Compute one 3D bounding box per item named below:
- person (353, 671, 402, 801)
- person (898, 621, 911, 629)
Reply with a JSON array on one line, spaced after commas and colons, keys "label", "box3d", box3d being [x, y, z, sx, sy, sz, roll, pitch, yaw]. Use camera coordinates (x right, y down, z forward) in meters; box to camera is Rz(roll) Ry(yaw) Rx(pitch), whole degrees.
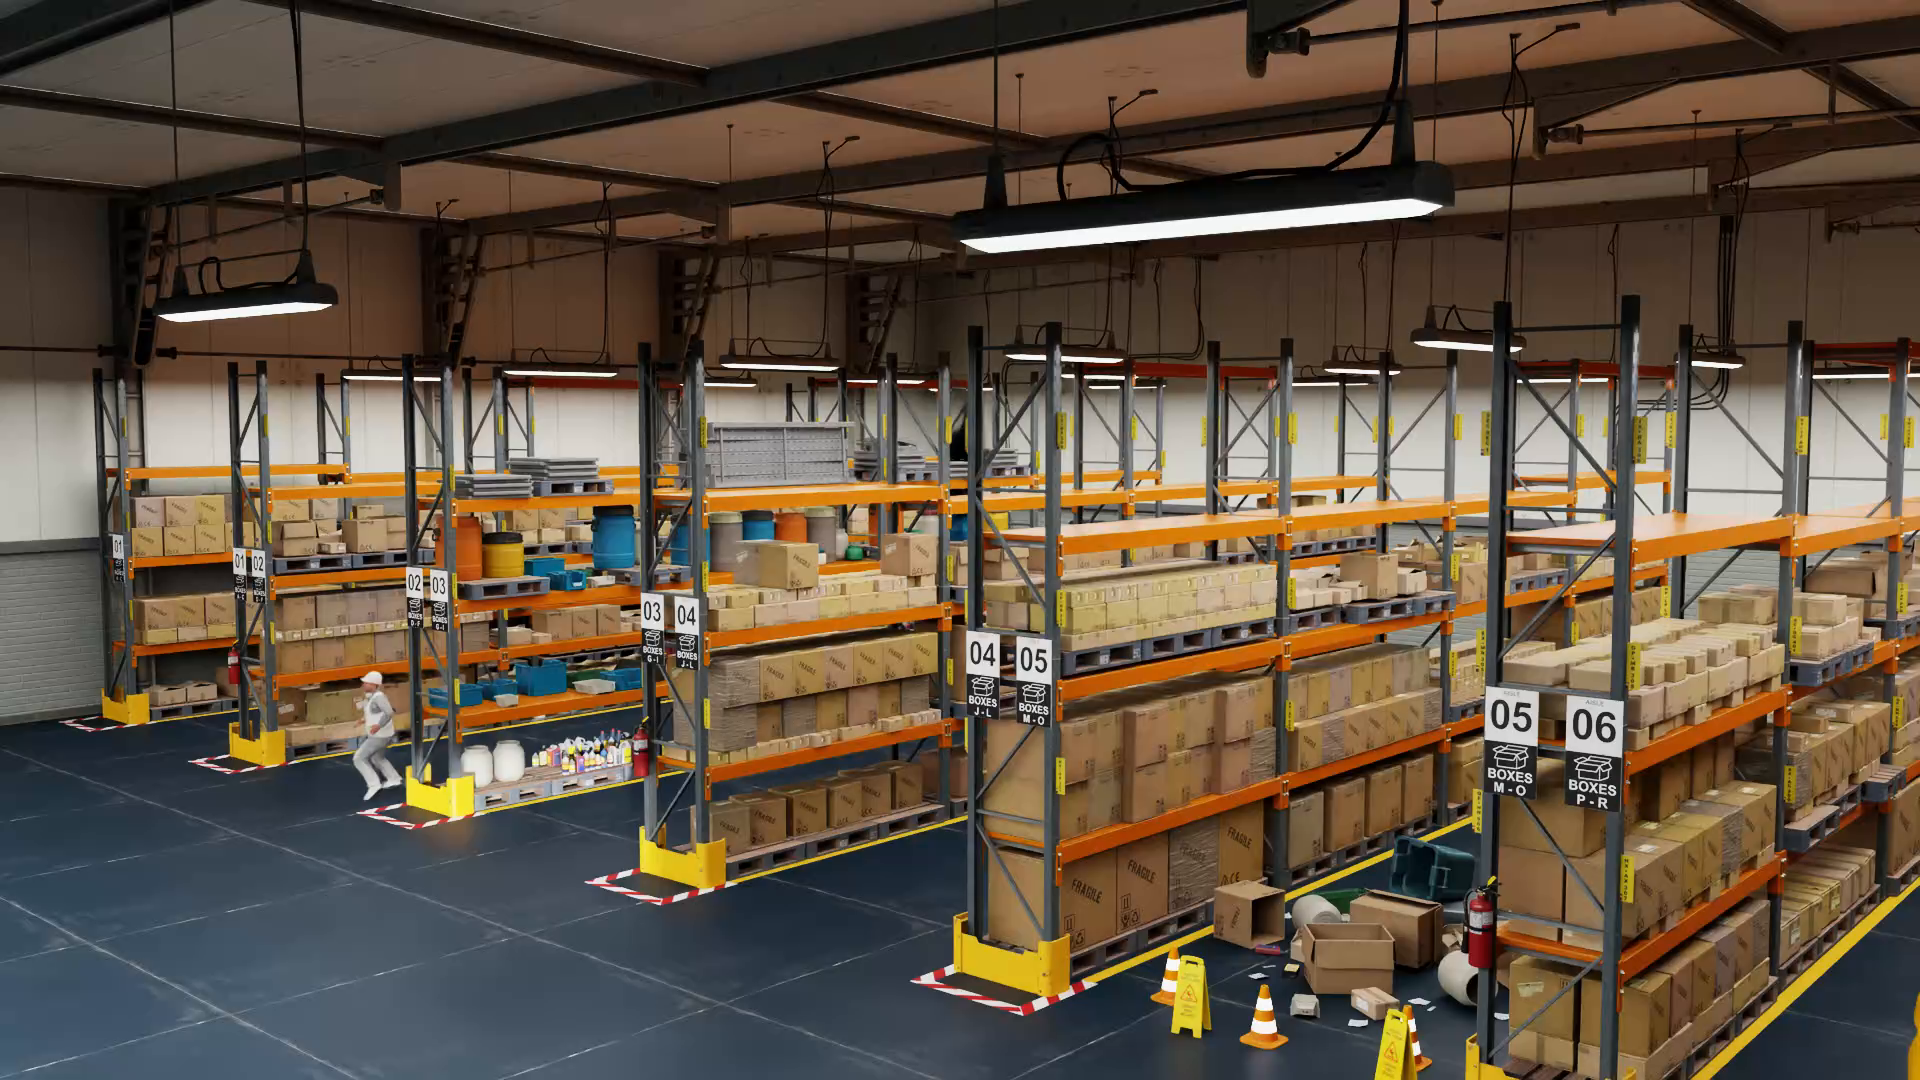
[{"label": "person", "box3d": [-7.945, 2.646, 22.707, 0.683, 1.733, 0.828, -2, 5, -29]}, {"label": "person", "box3d": [-1.082, 1.677, 32.629, 0.581, 1.642, 0.515, 3, 5, 32]}]
